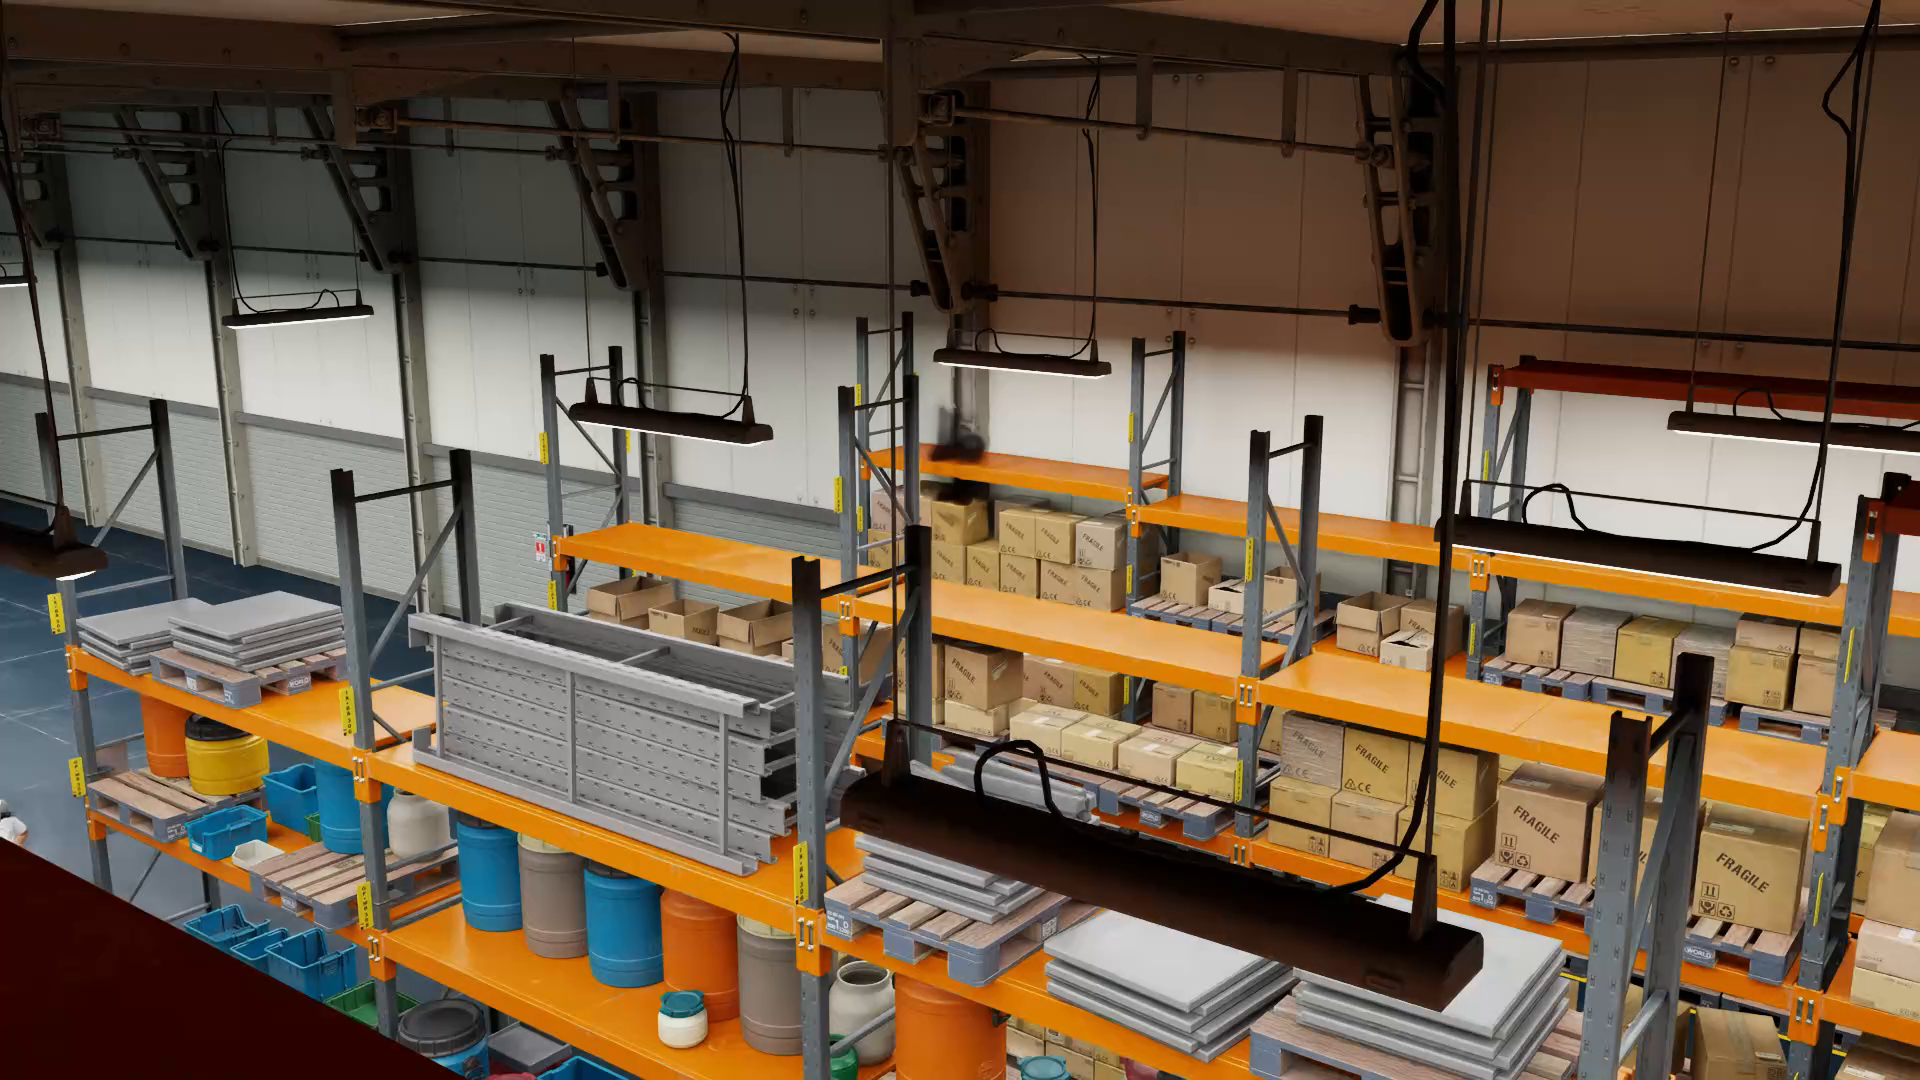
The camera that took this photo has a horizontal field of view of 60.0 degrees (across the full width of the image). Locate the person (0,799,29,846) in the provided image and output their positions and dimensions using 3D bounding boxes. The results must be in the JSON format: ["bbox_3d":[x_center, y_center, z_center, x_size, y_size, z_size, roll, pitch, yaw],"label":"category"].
[{"bbox_3d":[-9.648,3.422,16.851,0.777,1.708,0.595,-6,15,-26],"label":"person"}]
